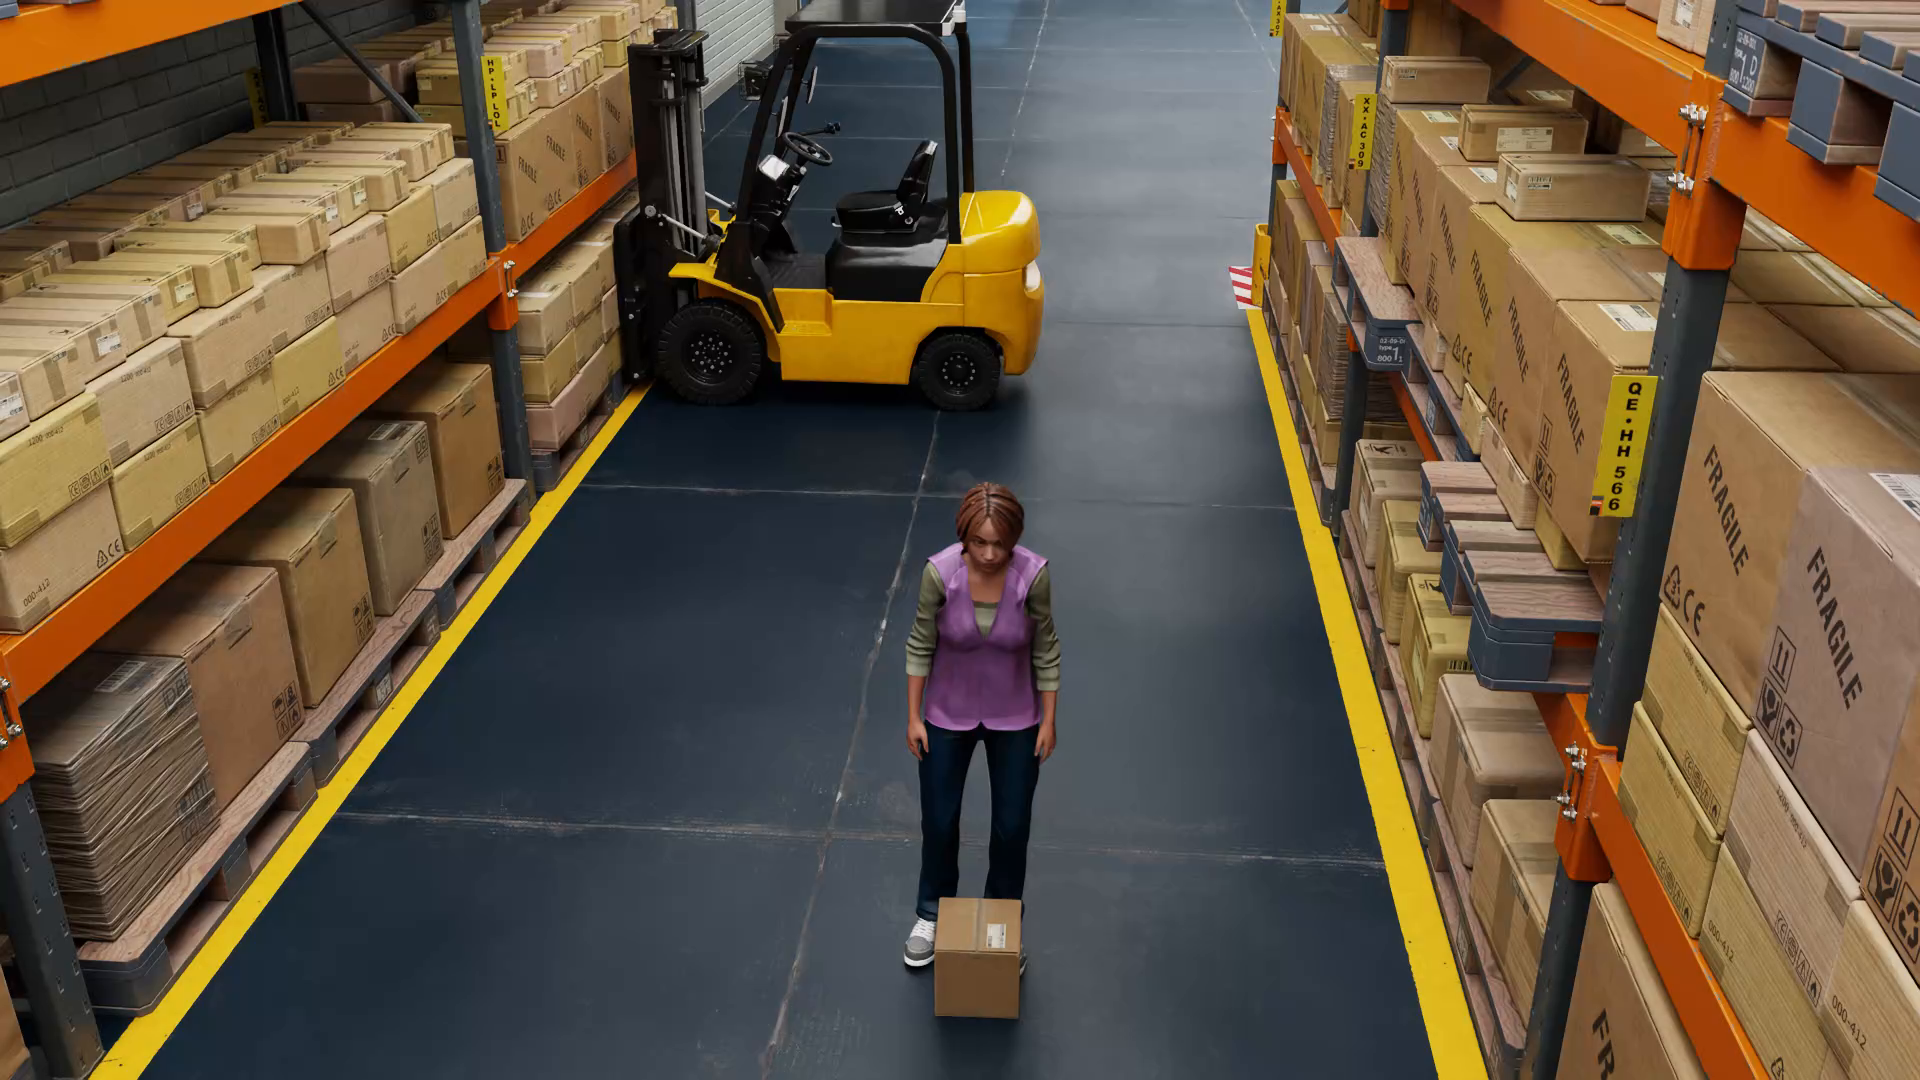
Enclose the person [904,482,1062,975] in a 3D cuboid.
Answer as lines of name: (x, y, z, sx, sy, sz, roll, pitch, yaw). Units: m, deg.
person: (0.062, 0.560, 4.928, 0.469, 1.580, 0.377, 1, 25, 2)
